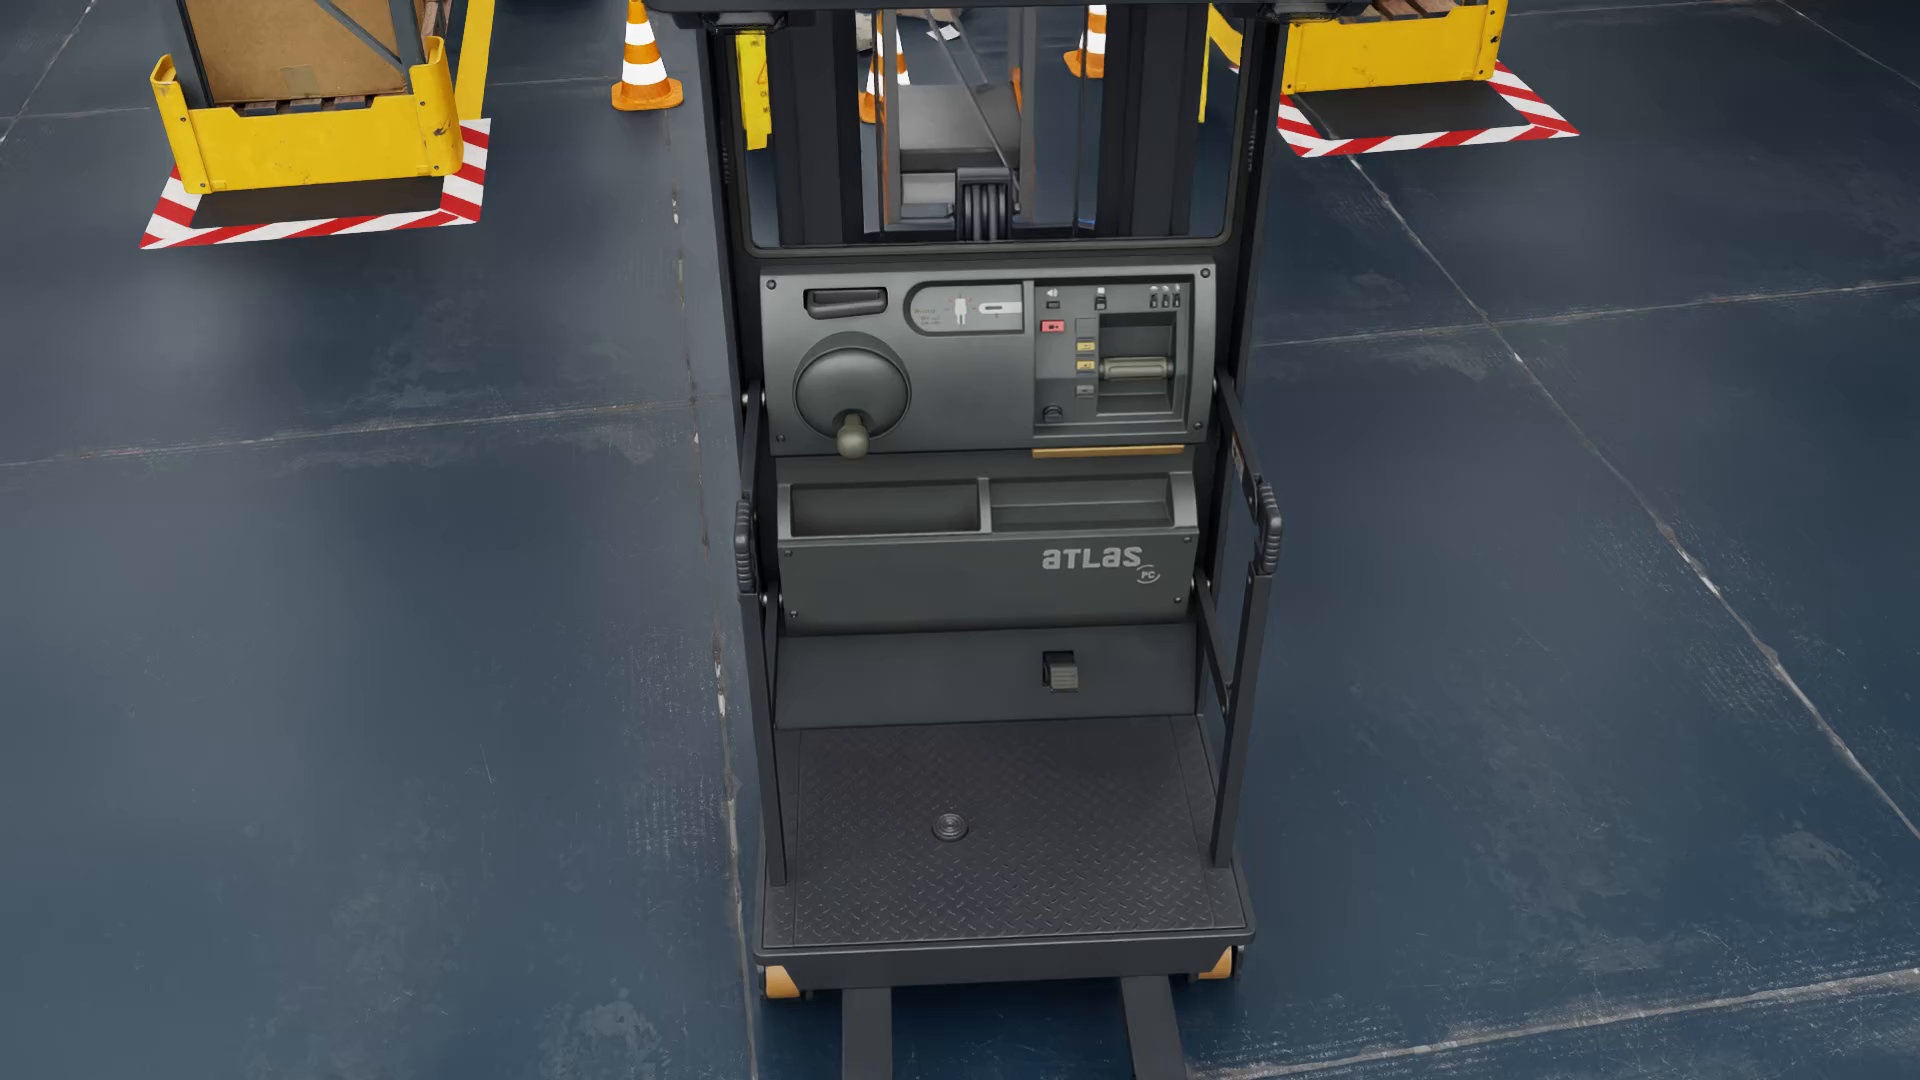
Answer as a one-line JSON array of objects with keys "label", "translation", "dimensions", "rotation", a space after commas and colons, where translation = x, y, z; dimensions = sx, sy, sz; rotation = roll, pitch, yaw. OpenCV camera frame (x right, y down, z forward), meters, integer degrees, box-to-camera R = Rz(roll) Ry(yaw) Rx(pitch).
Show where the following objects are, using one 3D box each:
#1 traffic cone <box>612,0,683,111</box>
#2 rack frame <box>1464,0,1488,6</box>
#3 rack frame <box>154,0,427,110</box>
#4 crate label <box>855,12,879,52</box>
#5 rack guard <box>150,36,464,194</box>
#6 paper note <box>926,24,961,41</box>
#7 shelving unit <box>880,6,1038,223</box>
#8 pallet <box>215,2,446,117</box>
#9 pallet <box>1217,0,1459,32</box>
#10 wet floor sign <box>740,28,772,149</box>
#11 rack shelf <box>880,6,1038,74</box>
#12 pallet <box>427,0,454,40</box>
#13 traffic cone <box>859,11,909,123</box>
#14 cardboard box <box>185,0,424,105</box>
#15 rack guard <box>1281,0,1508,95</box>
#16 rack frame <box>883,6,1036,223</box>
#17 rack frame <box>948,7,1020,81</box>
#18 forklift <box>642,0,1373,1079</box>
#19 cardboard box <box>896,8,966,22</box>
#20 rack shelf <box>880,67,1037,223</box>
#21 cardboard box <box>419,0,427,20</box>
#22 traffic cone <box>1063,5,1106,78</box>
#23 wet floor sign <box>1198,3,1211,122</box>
[{"label": "traffic cone", "translation": [-1.505, -2.322, 7.861], "dimensions": [0.336, 0.463, 0.334], "rotation": [-6, 38, -8]}, {"label": "rack frame", "translation": [2.046, -3.443, 7.237], "dimensions": [1.000, 3.000, 0.127], "rotation": [-6, 38, -8]}, {"label": "rack frame", "translation": [-2.810, -2.850, 6.474], "dimensions": [1.000, 3.000, 0.127], "rotation": [-6, 38, -8]}, {"label": "crate label", "translation": [-0.531, -2.577, 8.456], "dimensions": [0.250, 0.136, 0.298], "rotation": [-27, 45, -31]}, {"label": "rack guard", "translation": [-2.805, -1.848, 7.222], "dimensions": [1.175, 0.500, 0.348], "rotation": [-6, 38, -8]}, {"label": "paper note", "translation": [-0.079, -2.628, 8.608], "dimensions": [0.148, 0.019, 0.142], "rotation": [-20, 42, -23]}, {"label": "shelving unit", "translation": [-0.014, -1.060, 4.903], "dimensions": [0.431, 2.100, 0.503], "rotation": [-2, 38, -2]}, {"label": "pallet", "translation": [-3.027, -2.223, 7.940], "dimensions": [1.003, 0.211, 1.213], "rotation": [-6, 38, -8]}, {"label": "pallet", "translation": [1.925, -2.883, 8.788], "dimensions": [1.003, 0.211, 1.213], "rotation": [-6, 38, -8]}, {"label": "wet floor sign", "translation": [-0.855, -2.116, 7.447], "dimensions": [0.267, 0.644, 0.232], "rotation": [-13, 40, -16]}, {"label": "rack shelf", "translation": [-0.014, -1.602, 4.482], "dimensions": [0.431, 0.518, 0.480], "rotation": [-2, 38, -2]}, {"label": "pallet", "translation": [-3.237, -2.959, 8.886], "dimensions": [1.003, 0.211, 1.213], "rotation": [-6, 38, -8]}, {"label": "traffic cone", "translation": [-0.333, -2.238, 7.753], "dimensions": [0.336, 0.463, 0.334], "rotation": [-6, 38, -8]}, {"label": "cardboard box", "translation": [-2.994, -2.579, 7.515], "dimensions": [0.875, 0.875, 0.875], "rotation": [-6, 38, -8]}, {"label": "rack guard", "translation": [2.033, -2.502, 8.063], "dimensions": [1.175, 0.500, 0.348], "rotation": [-6, 38, -8]}, {"label": "rack frame", "translation": [-0.001, -0.911, 4.711], "dimensions": [0.400, 2.100, 0.015], "rotation": [-2, 38, -2]}, {"label": "rack frame", "translation": [-0.027, -1.210, 5.096], "dimensions": [0.400, 2.100, 0.015], "rotation": [-2, 38, -2]}, {"label": "forklift", "translation": [0.075, -0.302, 3.249], "dimensions": [1.130, 2.935, 3.031], "rotation": [-2, 38, -2]}, {"label": "cardboard box", "translation": [-0.172, -2.892, 8.851], "dimensions": [0.380, 0.149, 0.250], "rotation": [13, 40, 16]}, {"label": "rack shelf", "translation": [-0.014, -1.049, 4.911], "dimensions": [0.431, 0.518, 0.480], "rotation": [-2, 38, -2]}, {"label": "cardboard box", "translation": [-3.150, -3.111, 8.198], "dimensions": [0.875, 0.875, 0.875], "rotation": [-7, 38, -9]}, {"label": "traffic cone", "translation": [0.701, -2.563, 8.171], "dimensions": [0.336, 0.463, 0.334], "rotation": [-6, 38, -8]}, {"label": "wet floor sign", "translation": [1.026, -2.284, 7.664], "dimensions": [0.267, 0.644, 0.232], "rotation": [6, 38, 8]}]
